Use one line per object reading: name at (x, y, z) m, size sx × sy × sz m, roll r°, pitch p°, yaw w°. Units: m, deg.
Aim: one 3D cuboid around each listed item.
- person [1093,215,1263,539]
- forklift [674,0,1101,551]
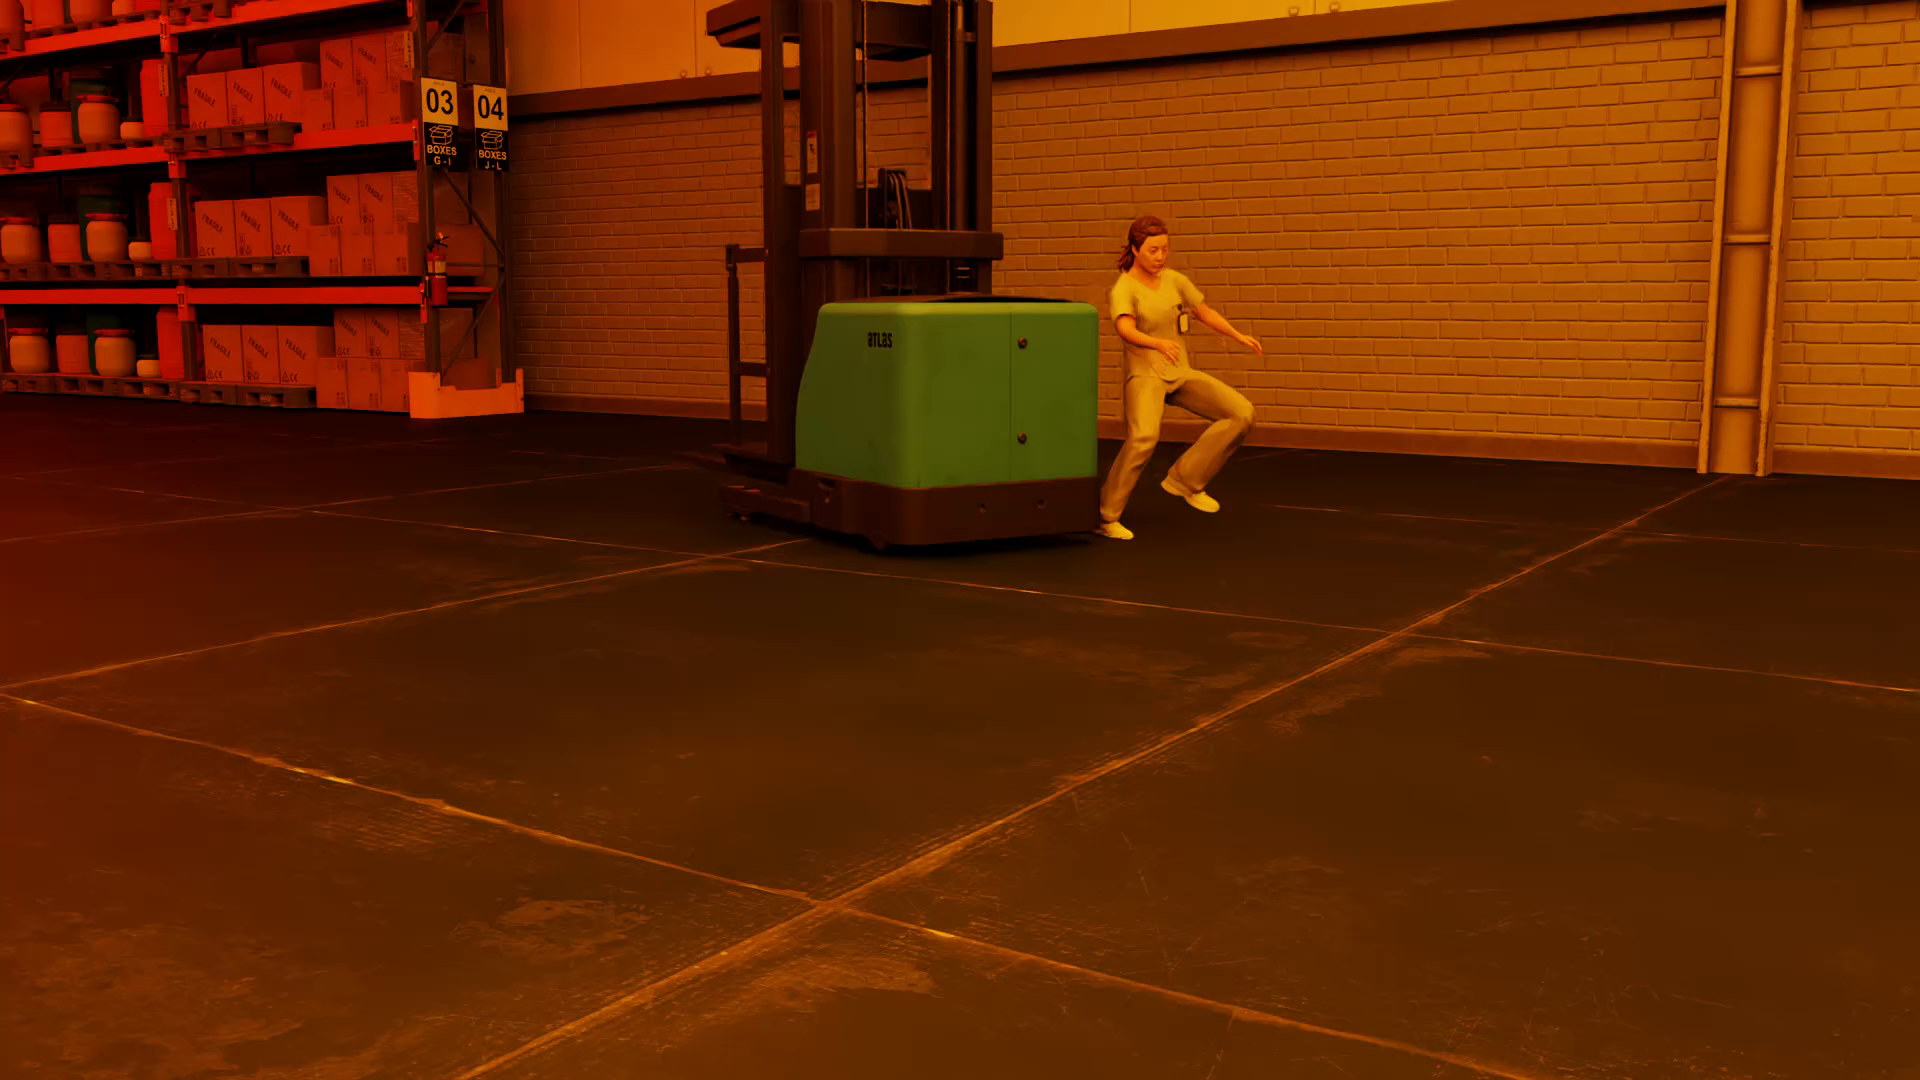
person at (1.011, -0.766, 7.808) m, size 0.804 × 1.503 × 0.714 m, roll -4°, pitch 9°, yaw -28°
forklift at (-0.565, -1.572, 8.244) m, size 1.130 × 2.935 × 3.031 m, roll -5°, pitch 9°, yaw -31°
